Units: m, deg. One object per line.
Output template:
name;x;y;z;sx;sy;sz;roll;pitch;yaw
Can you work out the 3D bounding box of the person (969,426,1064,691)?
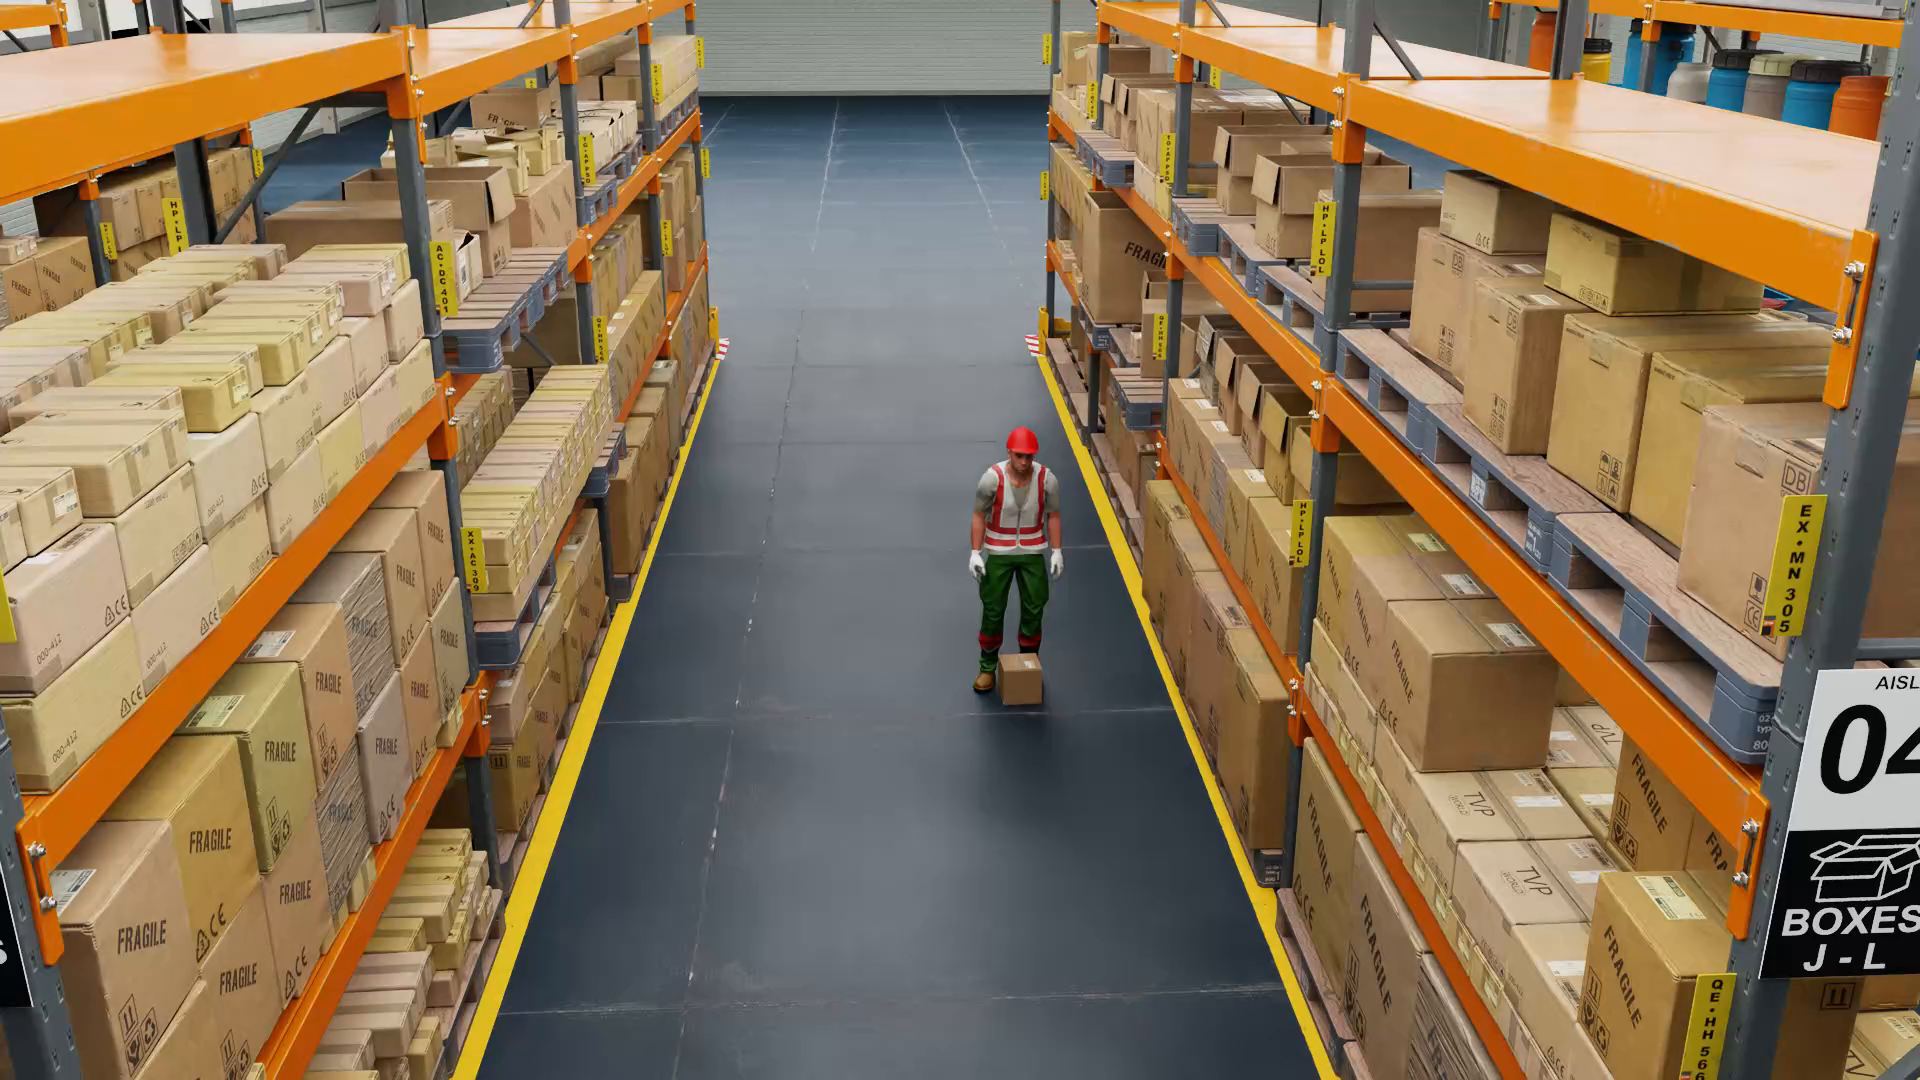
person;0.365;0.111;10.751;0.623;1.780;0.451;-2;20;-5
